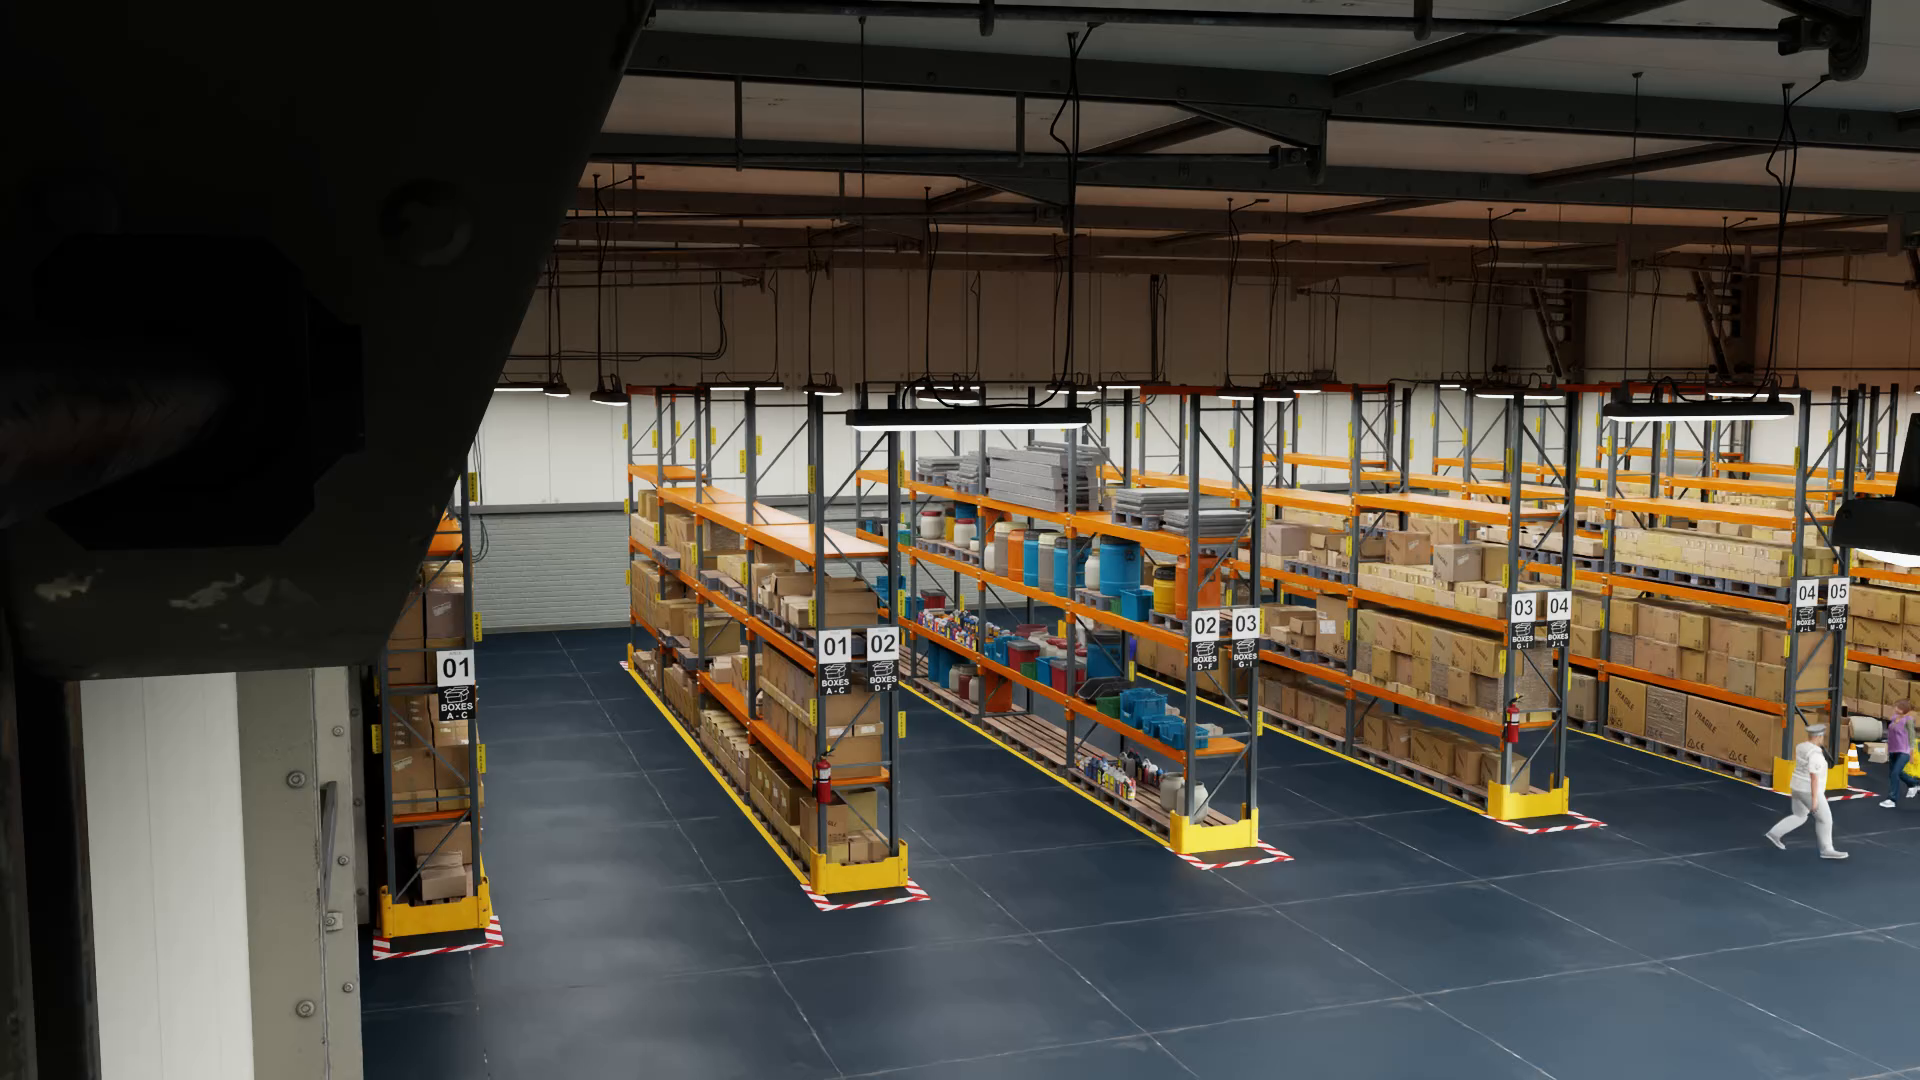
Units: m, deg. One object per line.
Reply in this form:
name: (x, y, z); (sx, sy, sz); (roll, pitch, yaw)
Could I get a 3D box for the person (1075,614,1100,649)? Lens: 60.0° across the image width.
person: (2.639, 1.853, 35.015); (0.595, 1.707, 1.085); (-2, 6, -16)

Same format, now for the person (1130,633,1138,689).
person: (3.073, 2.404, 30.438); (0.460, 1.684, 0.612); (-3, 7, -29)

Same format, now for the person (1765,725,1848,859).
person: (10.993, 3.243, 21.583); (0.945, 1.720, 0.573); (0, 6, 2)

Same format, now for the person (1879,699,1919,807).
person: (13.646, 3.060, 24.038); (0.847, 1.560, 0.404); (-2, 6, -17)
